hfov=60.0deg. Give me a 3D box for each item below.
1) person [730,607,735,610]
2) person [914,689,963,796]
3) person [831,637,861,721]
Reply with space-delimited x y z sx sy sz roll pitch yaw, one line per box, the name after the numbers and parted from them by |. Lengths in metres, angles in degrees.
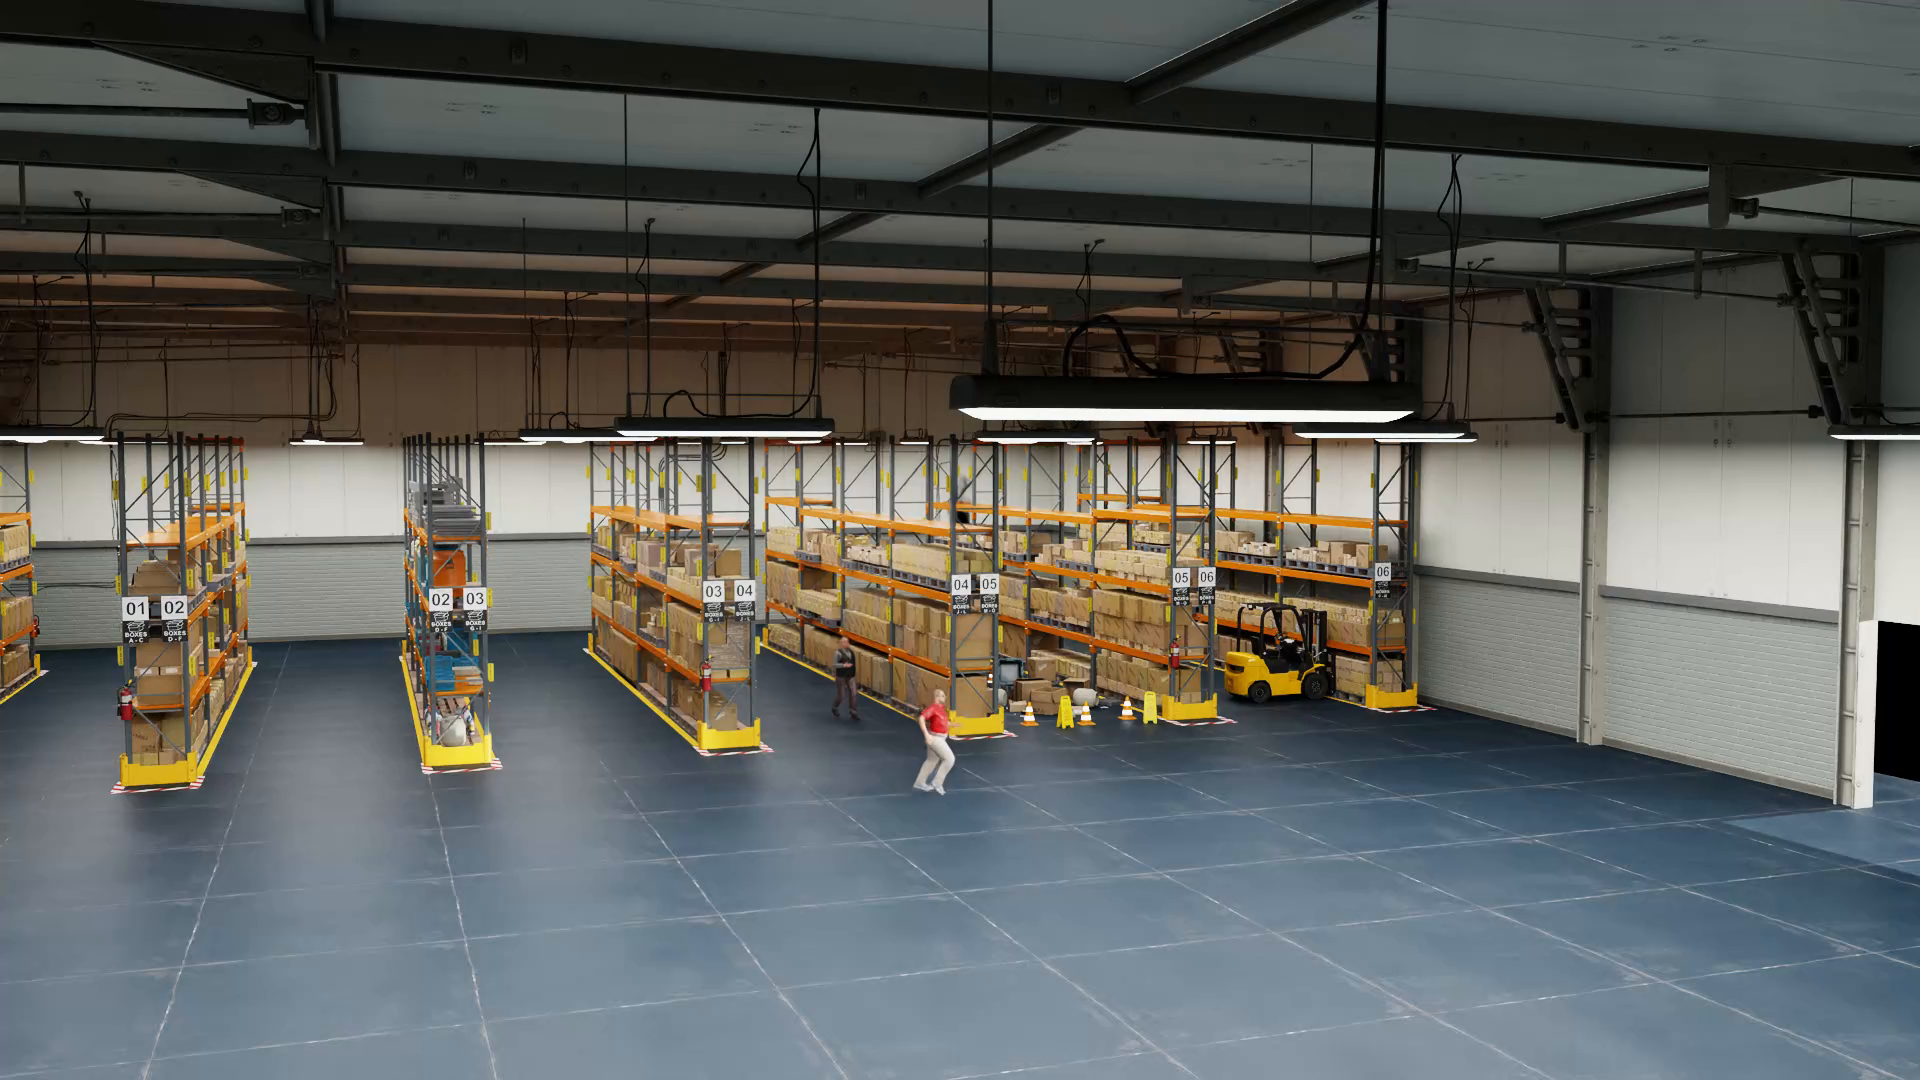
-6.179 2.291 45.983 0.652 1.820 0.816 -1 3 -13 | person
-0.363 3.349 27.488 0.826 1.767 0.627 0 3 4 | person
-2.393 2.896 34.875 0.661 1.715 0.906 -2 4 -37 | person
